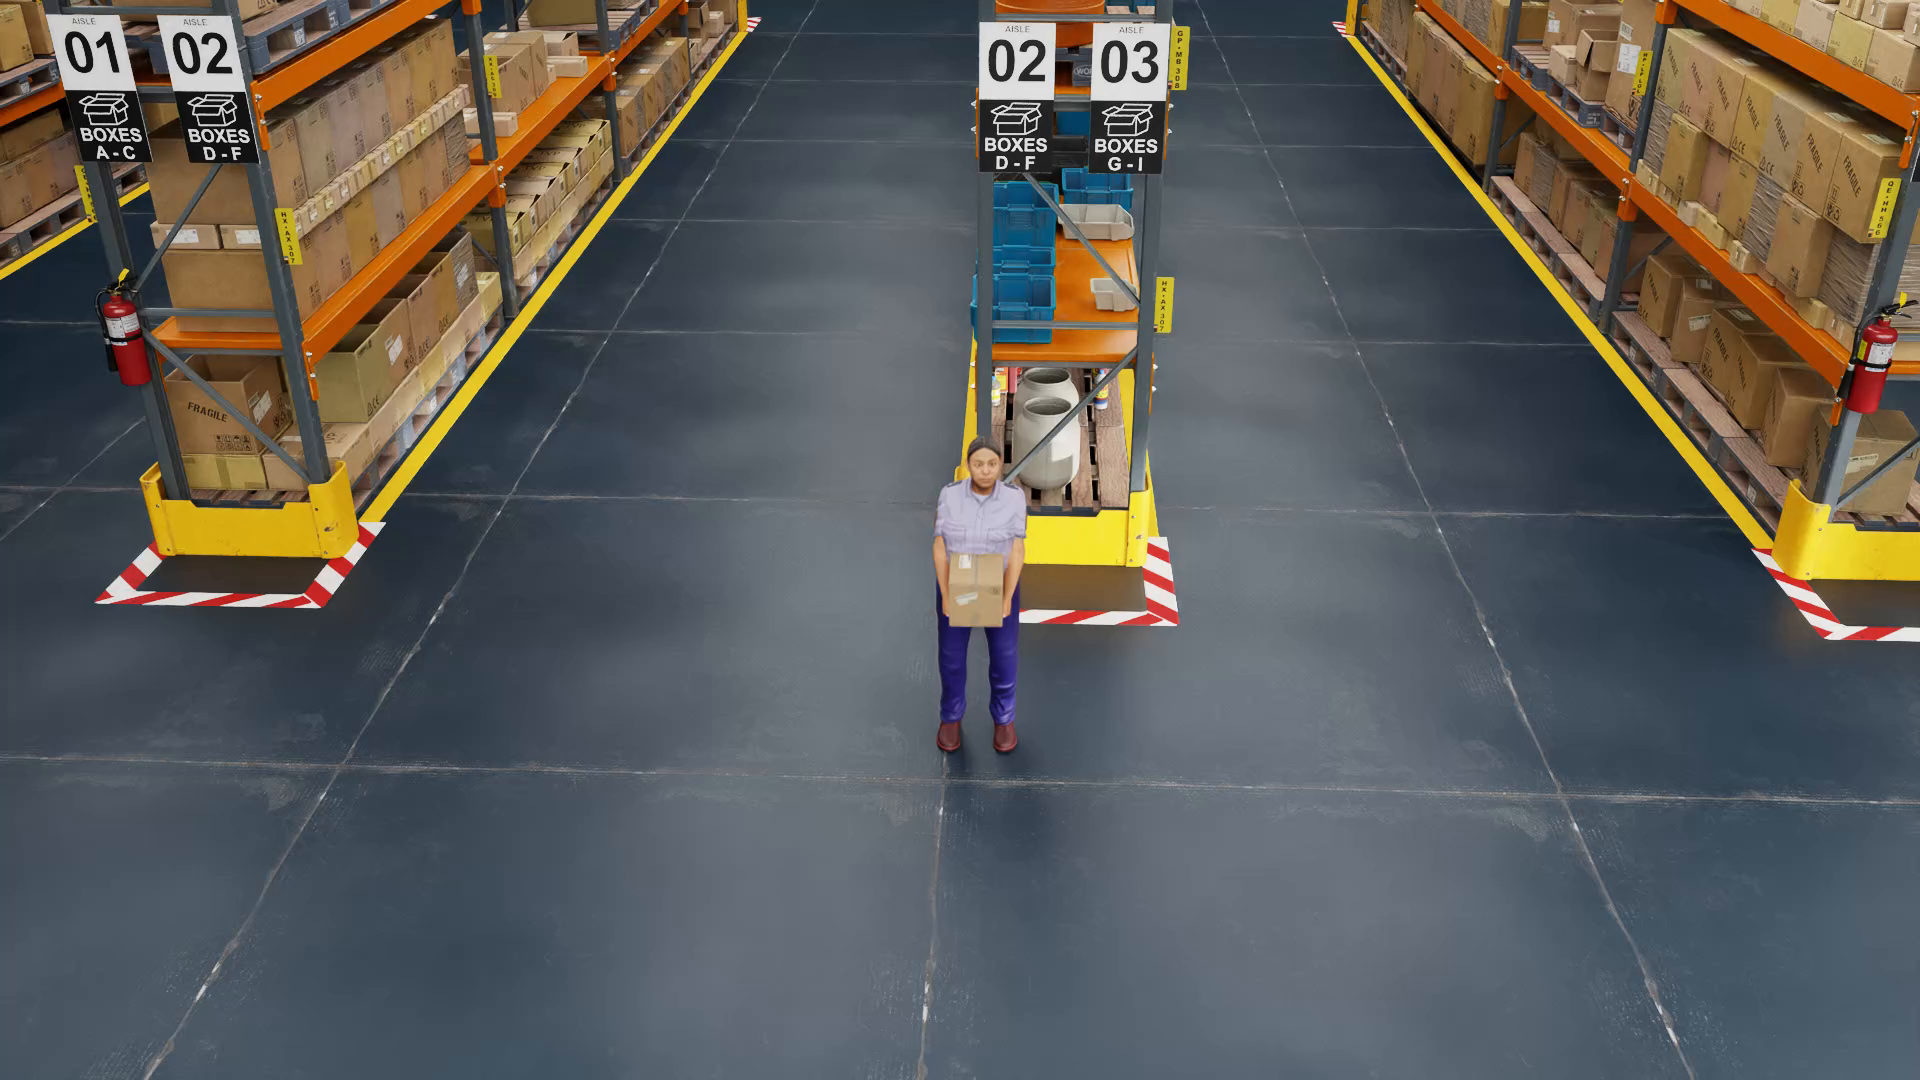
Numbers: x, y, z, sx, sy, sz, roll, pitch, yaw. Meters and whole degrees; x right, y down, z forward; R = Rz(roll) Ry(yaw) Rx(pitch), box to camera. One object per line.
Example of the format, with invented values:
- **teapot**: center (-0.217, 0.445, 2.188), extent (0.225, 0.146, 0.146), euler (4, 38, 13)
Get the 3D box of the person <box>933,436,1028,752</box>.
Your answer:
- **person**: center (0.094, 0.308, 8.081), extent (0.452, 1.627, 0.516), euler (1, 28, 2)
